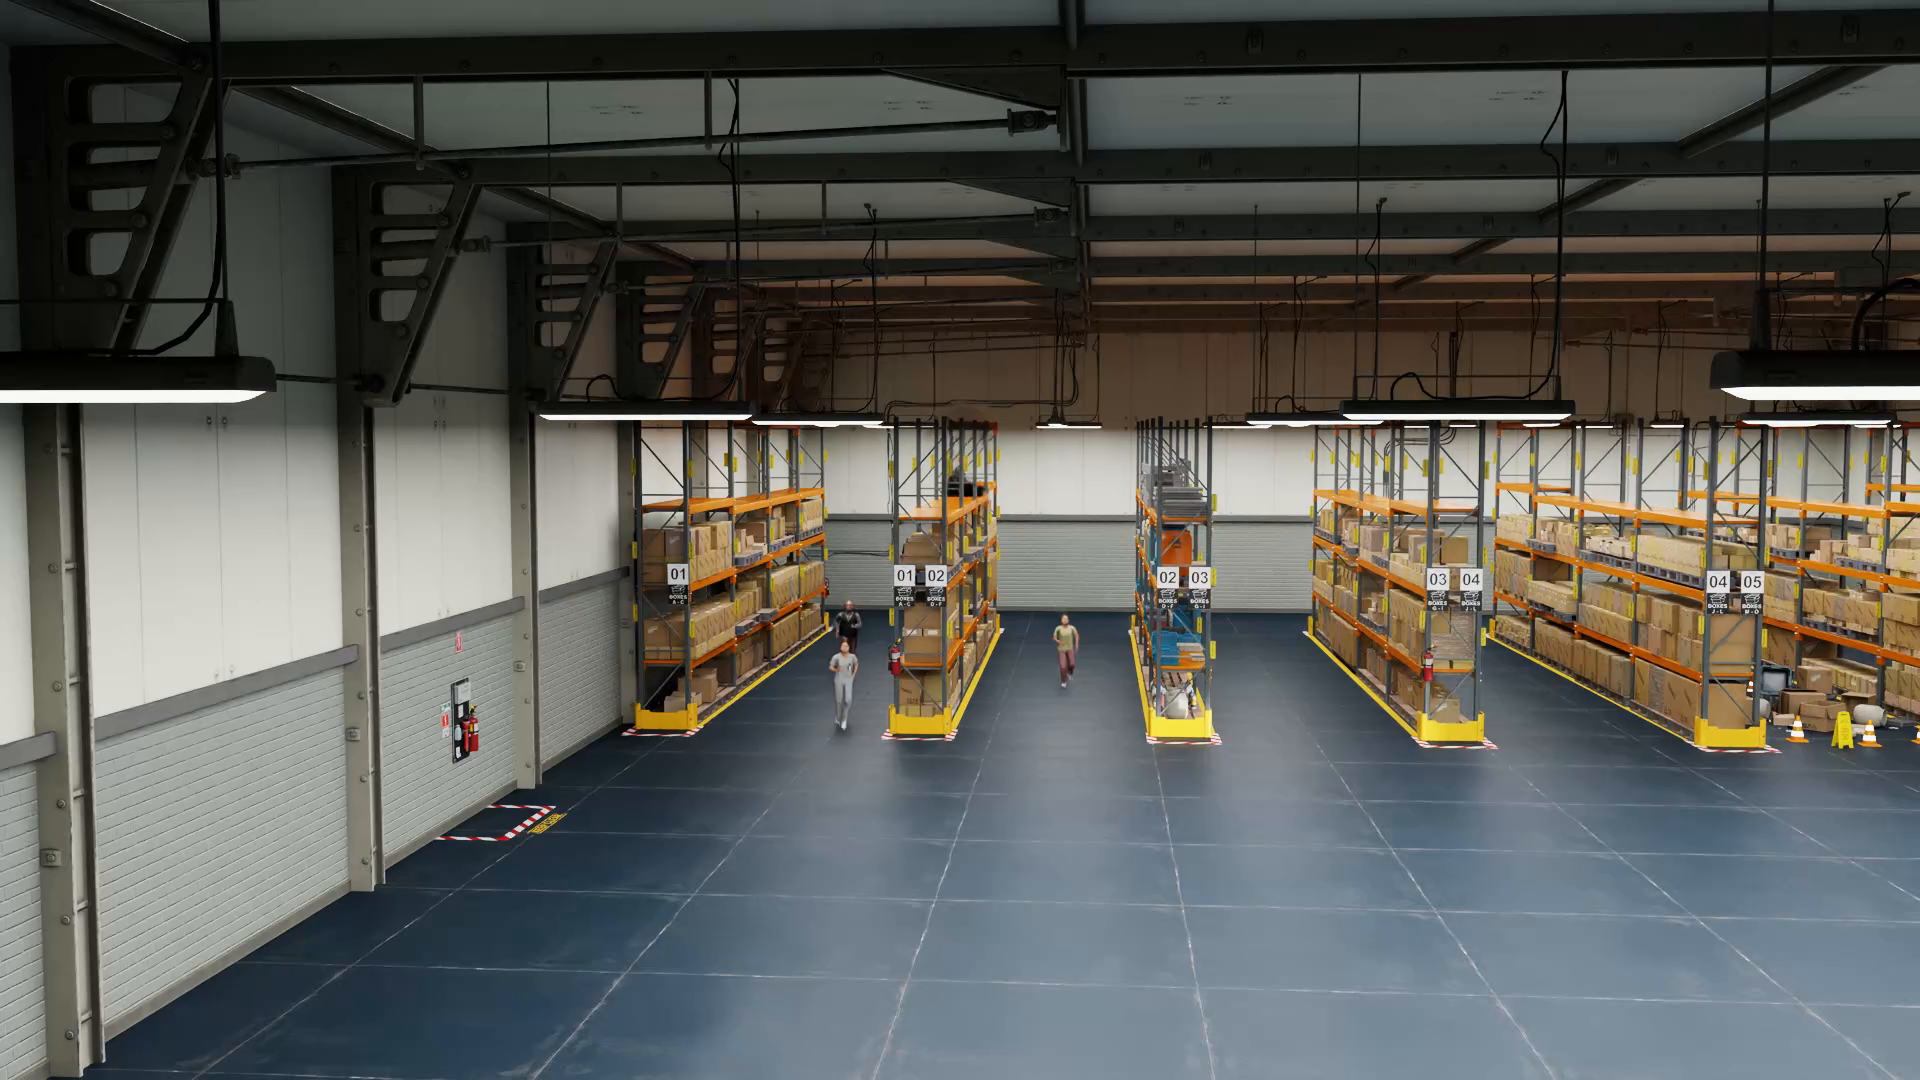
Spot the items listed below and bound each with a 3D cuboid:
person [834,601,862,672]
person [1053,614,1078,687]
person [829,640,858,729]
[{"bbox_3d":[-2.618,2.320,39.078,0.626,1.762,0.734,-1,4,-13],"label":"person"},{"bbox_3d":[2.394,2.483,37.302,0.589,1.633,0.521,0,4,-4],"label":"person"},{"bbox_3d":[-2.248,2.922,32.209,0.577,1.486,0.681,0,4,-8],"label":"person"}]
